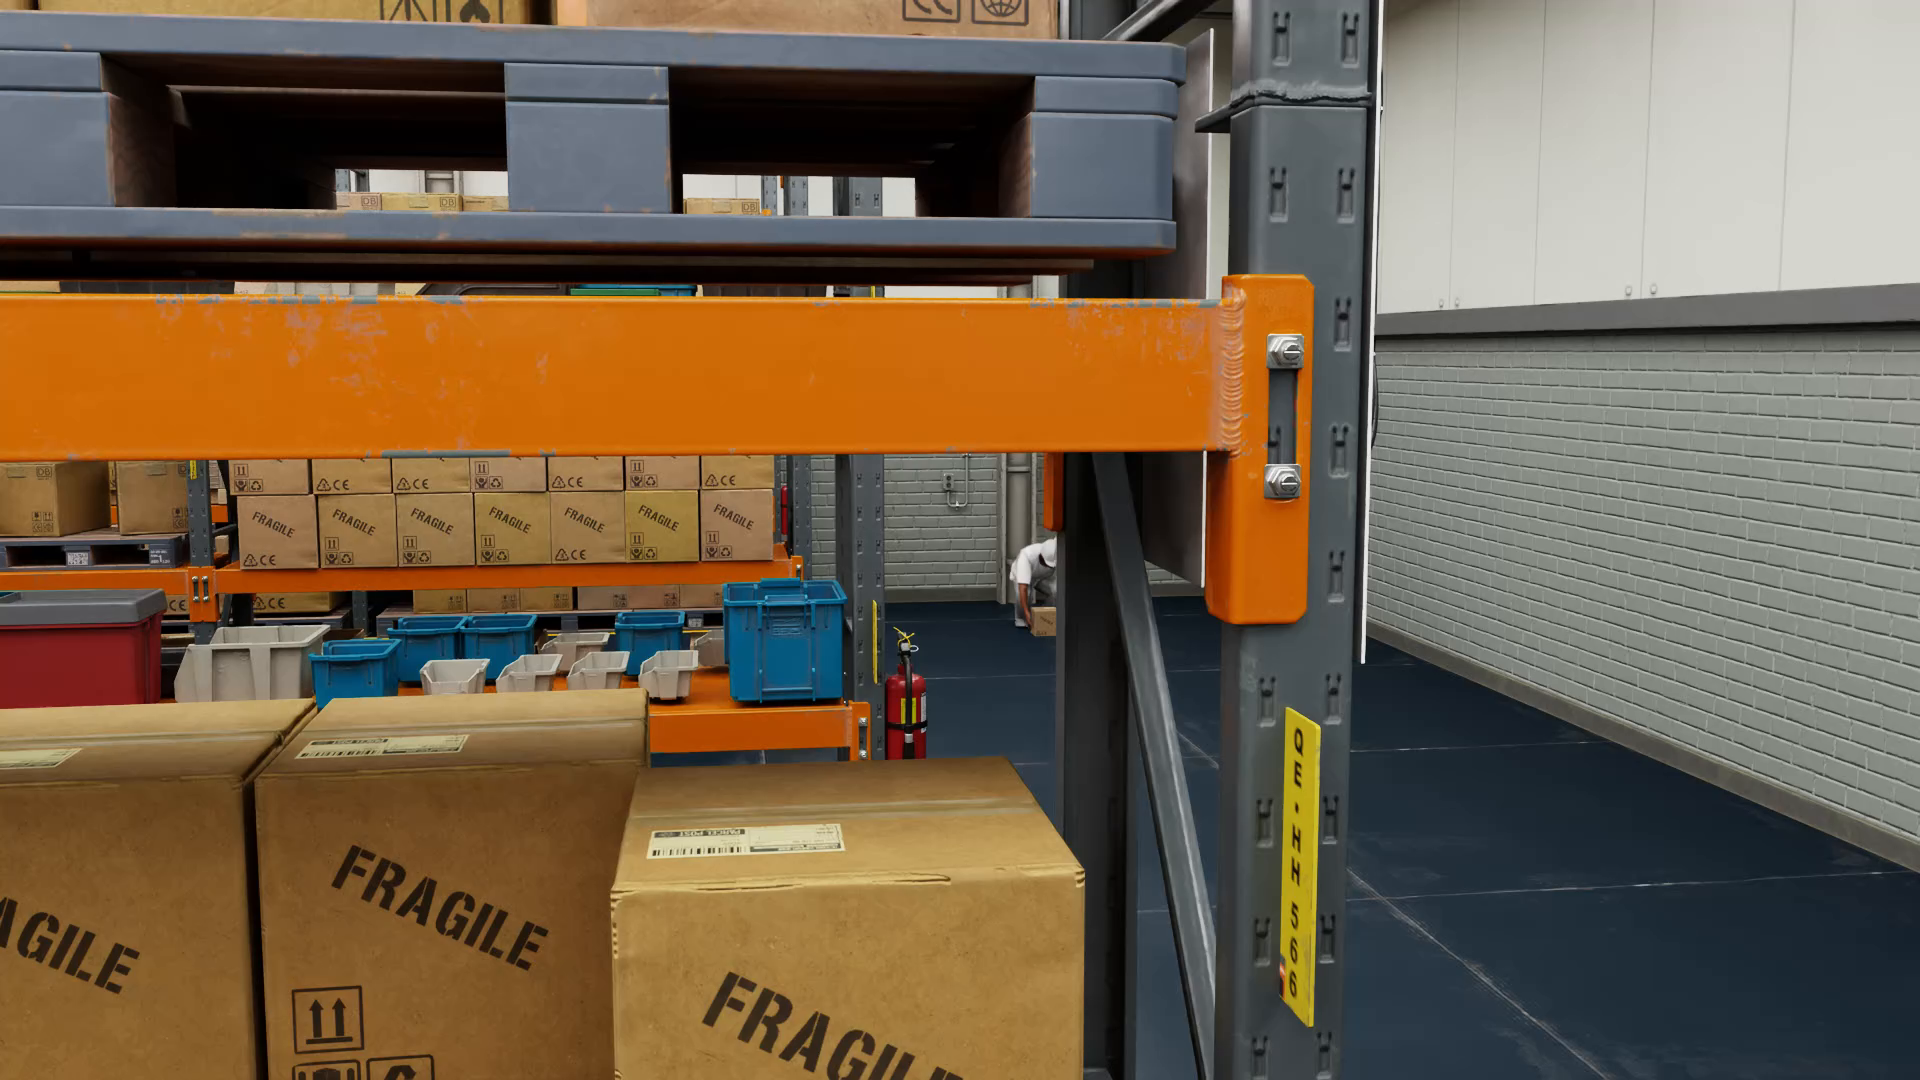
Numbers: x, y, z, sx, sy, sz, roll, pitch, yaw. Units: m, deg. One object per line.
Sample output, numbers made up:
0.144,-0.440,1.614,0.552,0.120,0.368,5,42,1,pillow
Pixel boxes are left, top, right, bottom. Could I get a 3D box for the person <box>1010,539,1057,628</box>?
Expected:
0.817,0.388,16.593,0.572,0.878,0.899,-1,7,-9,person
